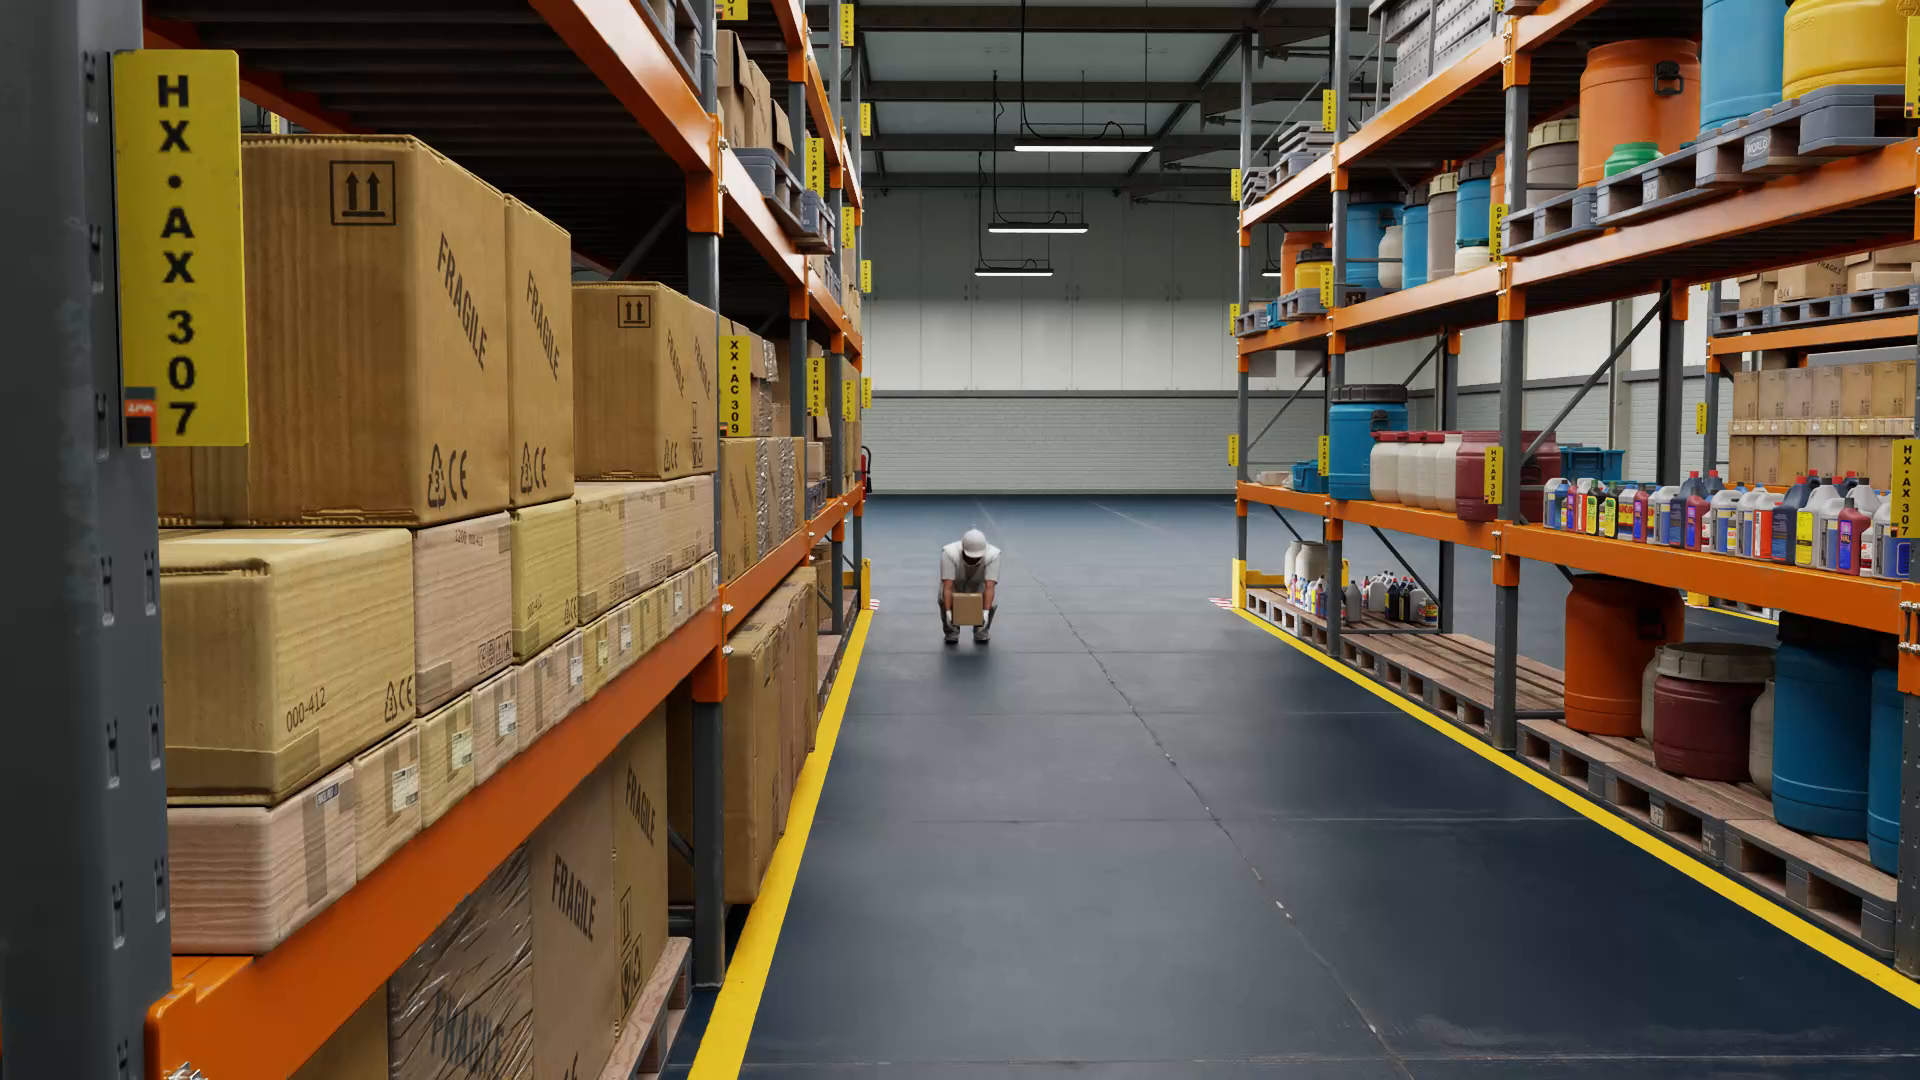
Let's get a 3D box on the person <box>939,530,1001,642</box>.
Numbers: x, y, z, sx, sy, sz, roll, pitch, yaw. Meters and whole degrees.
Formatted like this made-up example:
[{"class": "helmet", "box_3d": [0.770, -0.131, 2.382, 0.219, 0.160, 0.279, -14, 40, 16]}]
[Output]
[{"class": "person", "box_3d": [0.093, 0.397, 14.488, 0.534, 1.004, 0.907, 0, 4, -2]}]
